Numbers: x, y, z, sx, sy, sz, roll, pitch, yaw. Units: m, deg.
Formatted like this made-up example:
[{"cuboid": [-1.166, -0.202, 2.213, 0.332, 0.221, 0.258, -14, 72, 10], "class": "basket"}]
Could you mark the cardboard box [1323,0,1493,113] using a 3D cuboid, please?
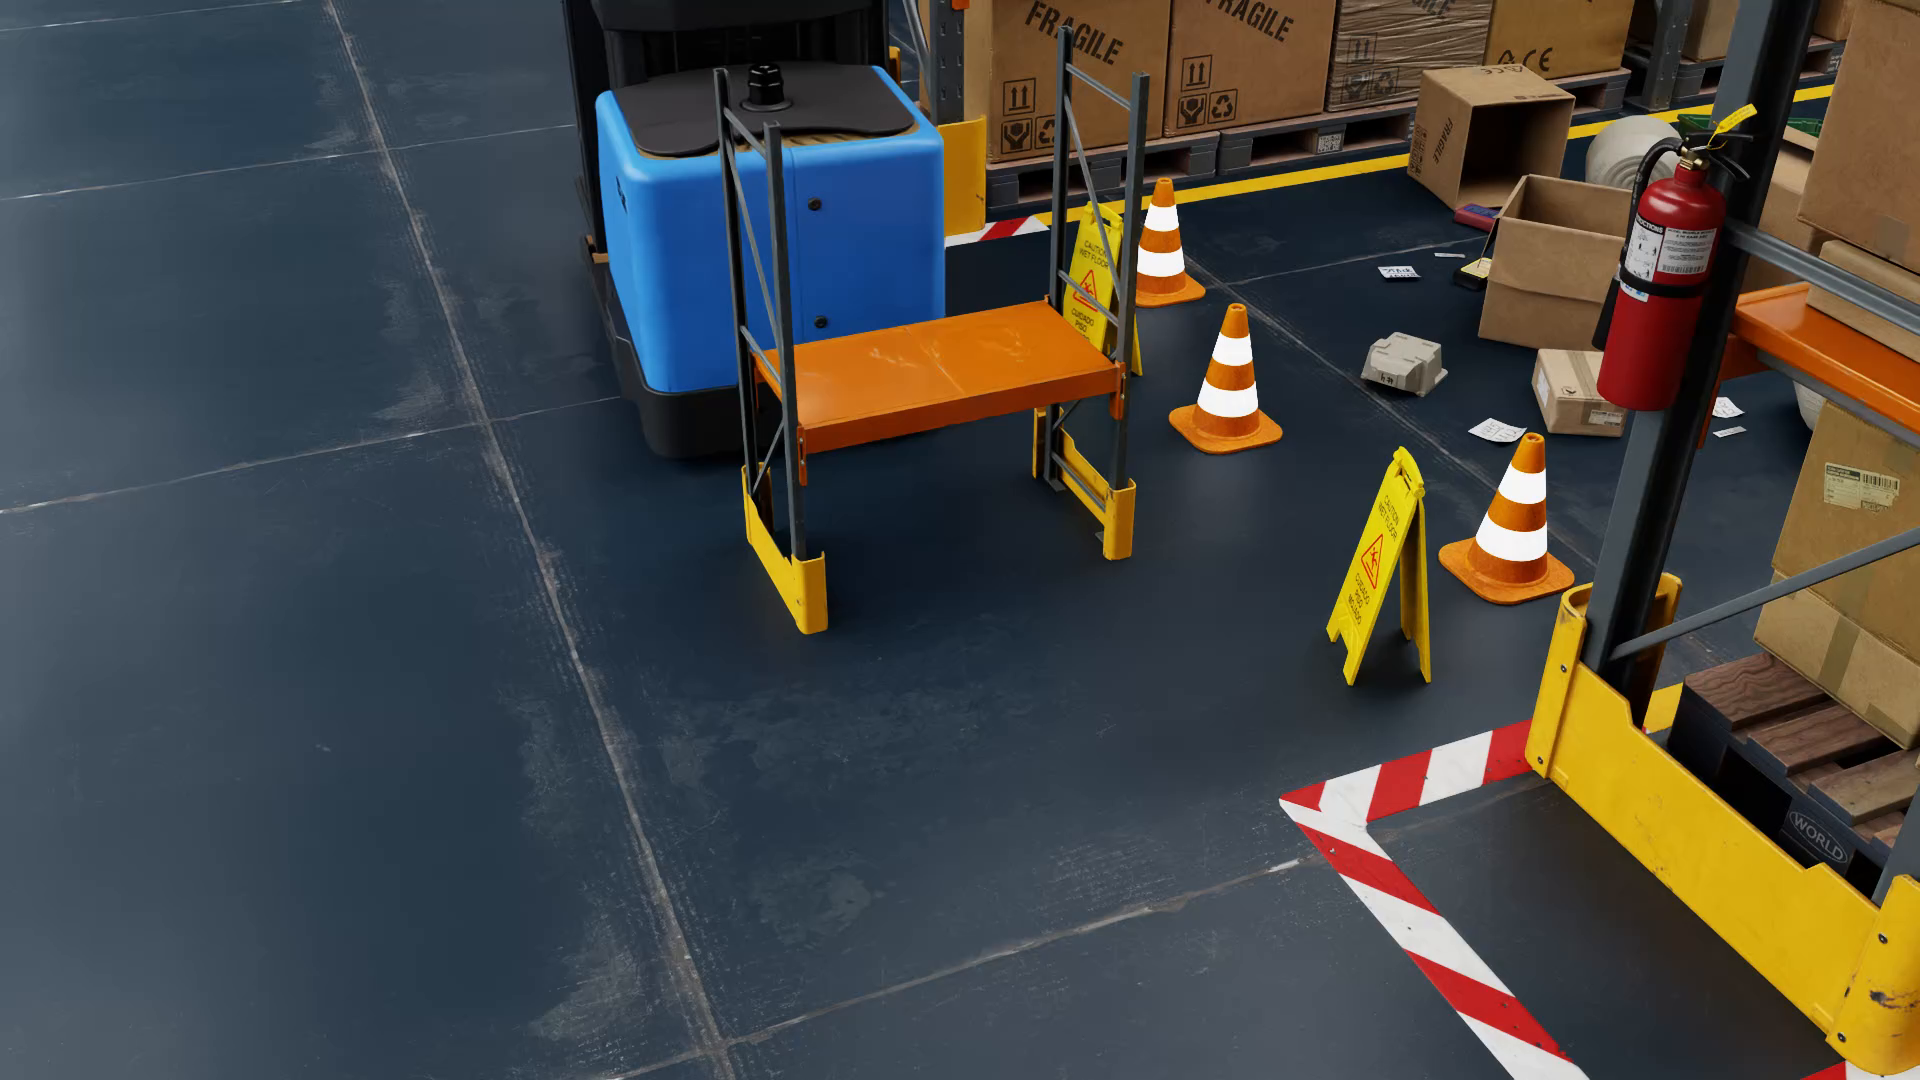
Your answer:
[{"cuboid": [2.022, -2.737, 8.269, 0.875, 0.875, 0.875, -13, 35, -19], "class": "cardboard box"}]

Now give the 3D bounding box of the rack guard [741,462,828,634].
[{"cuboid": [-0.529, 0.016, 4.996, 0.087, 0.250, 0.587, -13, 35, -19], "class": "rack guard"}]

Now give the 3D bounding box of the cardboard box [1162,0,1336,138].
[{"cuboid": [1.181, -2.545, 7.975, 0.875, 0.875, 0.875, -13, 35, -20], "class": "cardboard box"}]

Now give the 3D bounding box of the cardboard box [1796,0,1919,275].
[{"cuboid": [2.174, -0.849, 3.440, 0.500, 0.500, 0.500, -14, 35, -20], "class": "cardboard box"}]

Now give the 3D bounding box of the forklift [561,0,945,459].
[{"cuboid": [-0.956, -2.297, 6.093, 1.130, 2.935, 3.031, -10, 34, -14], "class": "forklift"}]

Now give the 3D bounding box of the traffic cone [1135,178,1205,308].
[{"cuboid": [0.810, -1.232, 6.718, 0.334, 0.463, 0.336, -13, 35, -19], "class": "traffic cone"}]

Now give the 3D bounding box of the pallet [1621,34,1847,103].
[{"cuboid": [4.141, -2.773, 9.319, 1.213, 0.211, 1.003, -13, 35, -19], "class": "pallet"}]

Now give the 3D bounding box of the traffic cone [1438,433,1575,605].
[{"cuboid": [1.677, -0.105, 4.987, 0.334, 0.463, 0.336, -13, 35, -19], "class": "traffic cone"}]

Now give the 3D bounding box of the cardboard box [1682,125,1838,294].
[{"cuboid": [3.278, -1.285, 6.639, 0.503, 0.637, 0.797, -13, 35, -19], "class": "cardboard box"}]

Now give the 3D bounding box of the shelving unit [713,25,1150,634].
[{"cuboid": [-0.070, -0.613, 4.816, 1.083, 1.500, 0.587, -13, 35, -19], "class": "shelving unit"}]

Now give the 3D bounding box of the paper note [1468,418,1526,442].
[{"cuboid": [1.881, -0.385, 5.814, 0.142, 0.019, 0.148, -27, 42, -35], "class": "paper note"}]

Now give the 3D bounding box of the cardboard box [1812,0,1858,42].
[{"cuboid": [4.887, -3.352, 9.330, 0.750, 0.750, 1.050, -13, 35, -19], "class": "cardboard box"}]

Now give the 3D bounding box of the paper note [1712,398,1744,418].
[{"cuboid": [2.722, -0.484, 5.977, 0.142, 0.019, 0.148, -2, 33, -2], "class": "paper note"}]

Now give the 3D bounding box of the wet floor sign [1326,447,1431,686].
[{"cuboid": [1.191, 0.060, 4.566, 0.232, 0.644, 0.267, -2, 33, -2], "class": "wet floor sign"}]

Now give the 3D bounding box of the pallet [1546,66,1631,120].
[{"cuboid": [2.727, -2.451, 8.824, 1.213, 0.211, 1.003, -13, 35, -19], "class": "pallet"}]

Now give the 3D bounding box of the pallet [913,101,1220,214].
[{"cuboid": [0.477, -1.936, 8.032, 1.213, 0.211, 1.003, -13, 35, -19], "class": "pallet"}]

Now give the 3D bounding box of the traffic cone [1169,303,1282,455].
[{"cuboid": [0.934, -0.591, 5.735, 0.334, 0.463, 0.336, -13, 35, -19], "class": "traffic cone"}]

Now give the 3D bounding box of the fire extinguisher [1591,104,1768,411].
[{"cuboid": [1.496, -0.604, 3.499, 0.183, 0.674, 0.296, -13, 35, -19], "class": "fire extinguisher"}]

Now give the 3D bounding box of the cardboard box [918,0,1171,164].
[{"cuboid": [0.370, -2.359, 7.688, 0.875, 0.875, 0.875, -13, 35, -19], "class": "cardboard box"}]

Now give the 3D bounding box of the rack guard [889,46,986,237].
[{"cuboid": [-0.252, -1.844, 7.626, 0.348, 0.500, 1.175, -13, 35, -19], "class": "rack guard"}]

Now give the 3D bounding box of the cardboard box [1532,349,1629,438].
[{"cuboid": [2.206, -0.526, 5.923, 0.250, 0.149, 0.380, 4, 33, 6], "class": "cardboard box"}]

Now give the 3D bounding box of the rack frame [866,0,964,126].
[{"cuboid": [-0.229, -2.897, 6.952, 0.127, 3.000, 1.000, -13, 35, -19], "class": "rack frame"}]

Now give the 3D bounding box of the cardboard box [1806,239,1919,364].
[{"cuboid": [2.042, -0.510, 3.514, 0.250, 0.149, 0.380, -12, 35, -17], "class": "cardboard box"}]

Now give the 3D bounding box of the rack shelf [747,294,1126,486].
[{"cuboid": [-0.079, -0.460, 4.911, 1.000, 0.185, 0.538, -13, 35, -19], "class": "rack shelf"}]

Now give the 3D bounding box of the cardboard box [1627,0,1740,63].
[{"cuboid": [3.996, -3.151, 9.020, 0.750, 0.750, 1.050, -13, 35, -19], "class": "cardboard box"}]

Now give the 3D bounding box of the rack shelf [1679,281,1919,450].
[{"cuboid": [3.624, -0.550, 4.004, 4.000, 0.370, 1.077, -13, 35, -19], "class": "rack shelf"}]

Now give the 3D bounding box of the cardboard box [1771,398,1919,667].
[{"cuboid": [2.418, -0.067, 4.051, 0.500, 0.500, 0.500, -13, 35, -19], "class": "cardboard box"}]

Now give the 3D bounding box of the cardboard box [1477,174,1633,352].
[{"cuboid": [2.419, -1.027, 6.366, 0.797, 0.503, 0.637, 16, 36, 23], "class": "cardboard box"}]

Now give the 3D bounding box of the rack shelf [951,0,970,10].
[{"cuboid": [1.615, -3.017, 7.797, 4.000, 0.370, 1.077, -13, 35, -19], "class": "rack shelf"}]

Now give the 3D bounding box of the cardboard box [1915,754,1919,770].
[{"cuboid": [2.631, 0.516, 3.842, 0.500, 0.250, 0.500, -13, 35, -19], "class": "cardboard box"}]

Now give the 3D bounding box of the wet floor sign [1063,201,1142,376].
[{"cuboid": [0.510, -0.908, 6.054, 0.232, 0.644, 0.267, -19, 38, -27], "class": "wet floor sign"}]

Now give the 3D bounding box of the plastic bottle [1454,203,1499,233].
[{"cuboid": [2.349, -1.414, 7.367, 0.133, 0.061, 0.283, -27, 42, -35], "class": "plastic bottle"}]

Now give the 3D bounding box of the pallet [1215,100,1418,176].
[{"cuboid": [1.601, -2.192, 8.425, 1.213, 0.211, 1.003, -13, 35, -19], "class": "pallet"}]

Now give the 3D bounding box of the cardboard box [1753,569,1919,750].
[{"cuboid": [2.443, 0.237, 4.272, 0.500, 0.250, 0.500, -13, 35, -19], "class": "cardboard box"}]

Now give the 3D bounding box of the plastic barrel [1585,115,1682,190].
[{"cuboid": [3.006, -1.651, 7.399, 0.421, 0.421, 0.512, 10, 34, 14], "class": "plastic barrel"}]

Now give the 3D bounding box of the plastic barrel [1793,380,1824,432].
[{"cuboid": [3.098, -0.546, 5.702, 0.421, 0.421, 0.512, 10, 34, 14], "class": "plastic barrel"}]

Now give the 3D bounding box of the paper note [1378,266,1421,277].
[{"cuboid": [1.835, -1.120, 6.945, 0.142, 0.017, 0.144, -2, 33, -2], "class": "paper note"}]

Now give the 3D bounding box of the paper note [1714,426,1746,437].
[{"cuboid": [2.697, -0.380, 5.824, 0.123, 0.001, 0.032, -13, 35, -19], "class": "paper note"}]

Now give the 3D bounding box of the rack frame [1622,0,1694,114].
[{"cuboid": [3.459, -3.741, 8.250, 0.127, 3.000, 1.000, -13, 35, -19], "class": "rack frame"}]

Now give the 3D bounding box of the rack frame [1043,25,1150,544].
[{"cuboid": [0.390, -0.718, 4.978, 0.032, 1.500, 0.500, -13, 35, -19], "class": "rack frame"}]

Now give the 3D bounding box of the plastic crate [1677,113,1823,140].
[{"cuboid": [3.806, -1.891, 7.932, 0.662, 0.188, 0.450, 4, 23, 6], "class": "plastic crate"}]

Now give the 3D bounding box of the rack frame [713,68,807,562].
[{"cuboid": [-0.547, -0.503, 4.648, 0.032, 1.500, 0.500, -13, 35, -19], "class": "rack frame"}]

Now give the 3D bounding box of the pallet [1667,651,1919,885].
[{"cuboid": [2.613, 0.570, 4.180, 1.213, 0.211, 1.003, -13, 35, -19], "class": "pallet"}]

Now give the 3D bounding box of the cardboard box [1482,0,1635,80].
[{"cuboid": [2.852, -2.929, 8.565, 0.875, 0.875, 0.875, -12, 35, -18], "class": "cardboard box"}]

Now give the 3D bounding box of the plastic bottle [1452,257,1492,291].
[{"cuboid": [2.182, -1.116, 6.910, 0.283, 0.061, 0.133, -27, 42, -35], "class": "plastic bottle"}]

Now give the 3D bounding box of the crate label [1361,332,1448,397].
[{"cuboid": [1.635, -0.652, 6.127, 0.250, 0.136, 0.298, 23, 39, 30], "class": "crate label"}]

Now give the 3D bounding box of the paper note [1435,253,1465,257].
[{"cuboid": [2.095, -1.218, 7.112, 0.123, 0.001, 0.032, 4, 33, 6], "class": "paper note"}]

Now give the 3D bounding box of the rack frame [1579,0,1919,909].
[{"cuboid": [1.780, -0.429, 3.159, 0.127, 3.000, 1.000, -13, 35, -19], "class": "rack frame"}]

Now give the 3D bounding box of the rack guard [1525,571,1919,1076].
[{"cuboid": [1.850, 0.603, 3.865, 0.348, 0.500, 1.175, -13, 35, -19], "class": "rack guard"}]

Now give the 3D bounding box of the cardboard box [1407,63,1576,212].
[{"cuboid": [2.425, -1.851, 7.634, 0.500, 0.500, 0.500, -7, 34, -11], "class": "cardboard box"}]

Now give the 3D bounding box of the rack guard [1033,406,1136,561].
[{"cuboid": [0.389, -0.194, 5.319, 0.087, 0.250, 0.587, -13, 35, -19], "class": "rack guard"}]
